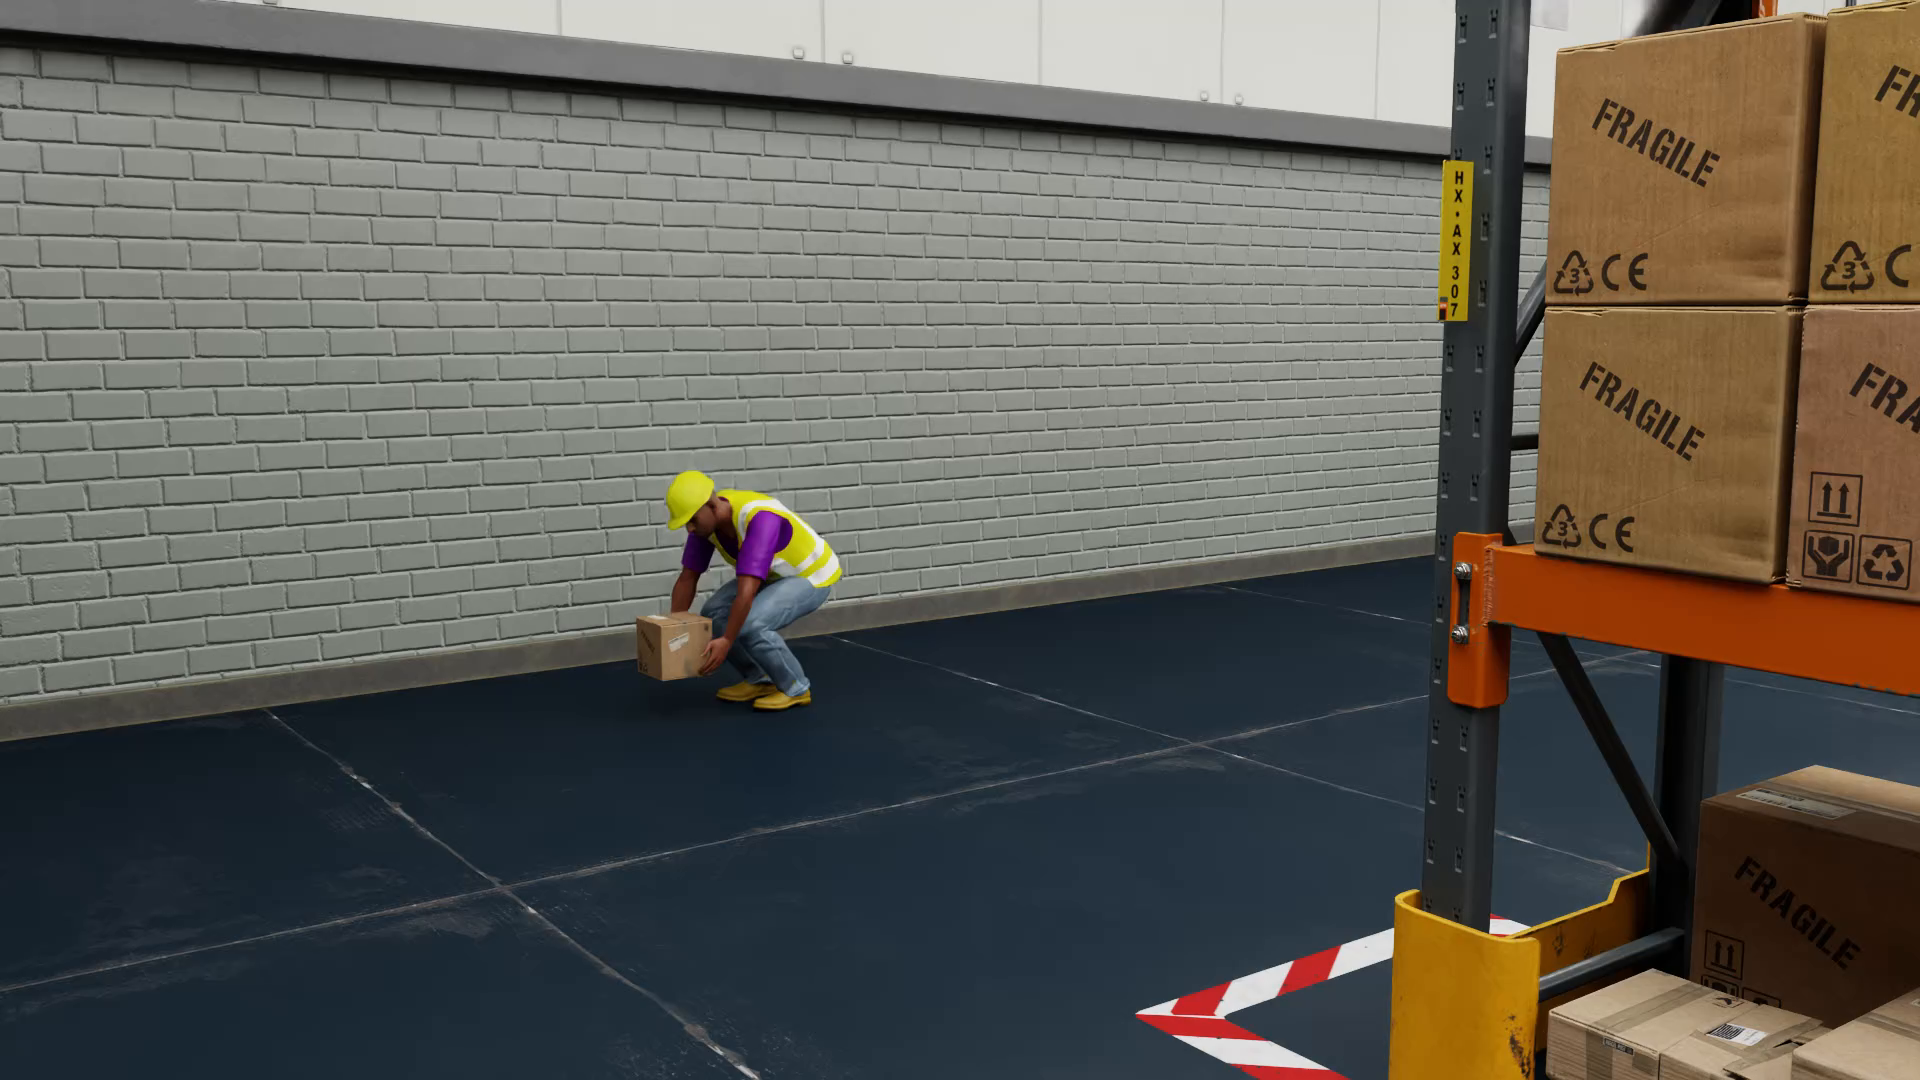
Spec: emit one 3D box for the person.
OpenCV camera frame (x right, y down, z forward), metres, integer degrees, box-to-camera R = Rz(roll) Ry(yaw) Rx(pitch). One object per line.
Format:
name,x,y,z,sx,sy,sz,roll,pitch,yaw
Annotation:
person,-0.936,0.218,7.555,0.860,1.111,0.603,-6,10,-36
